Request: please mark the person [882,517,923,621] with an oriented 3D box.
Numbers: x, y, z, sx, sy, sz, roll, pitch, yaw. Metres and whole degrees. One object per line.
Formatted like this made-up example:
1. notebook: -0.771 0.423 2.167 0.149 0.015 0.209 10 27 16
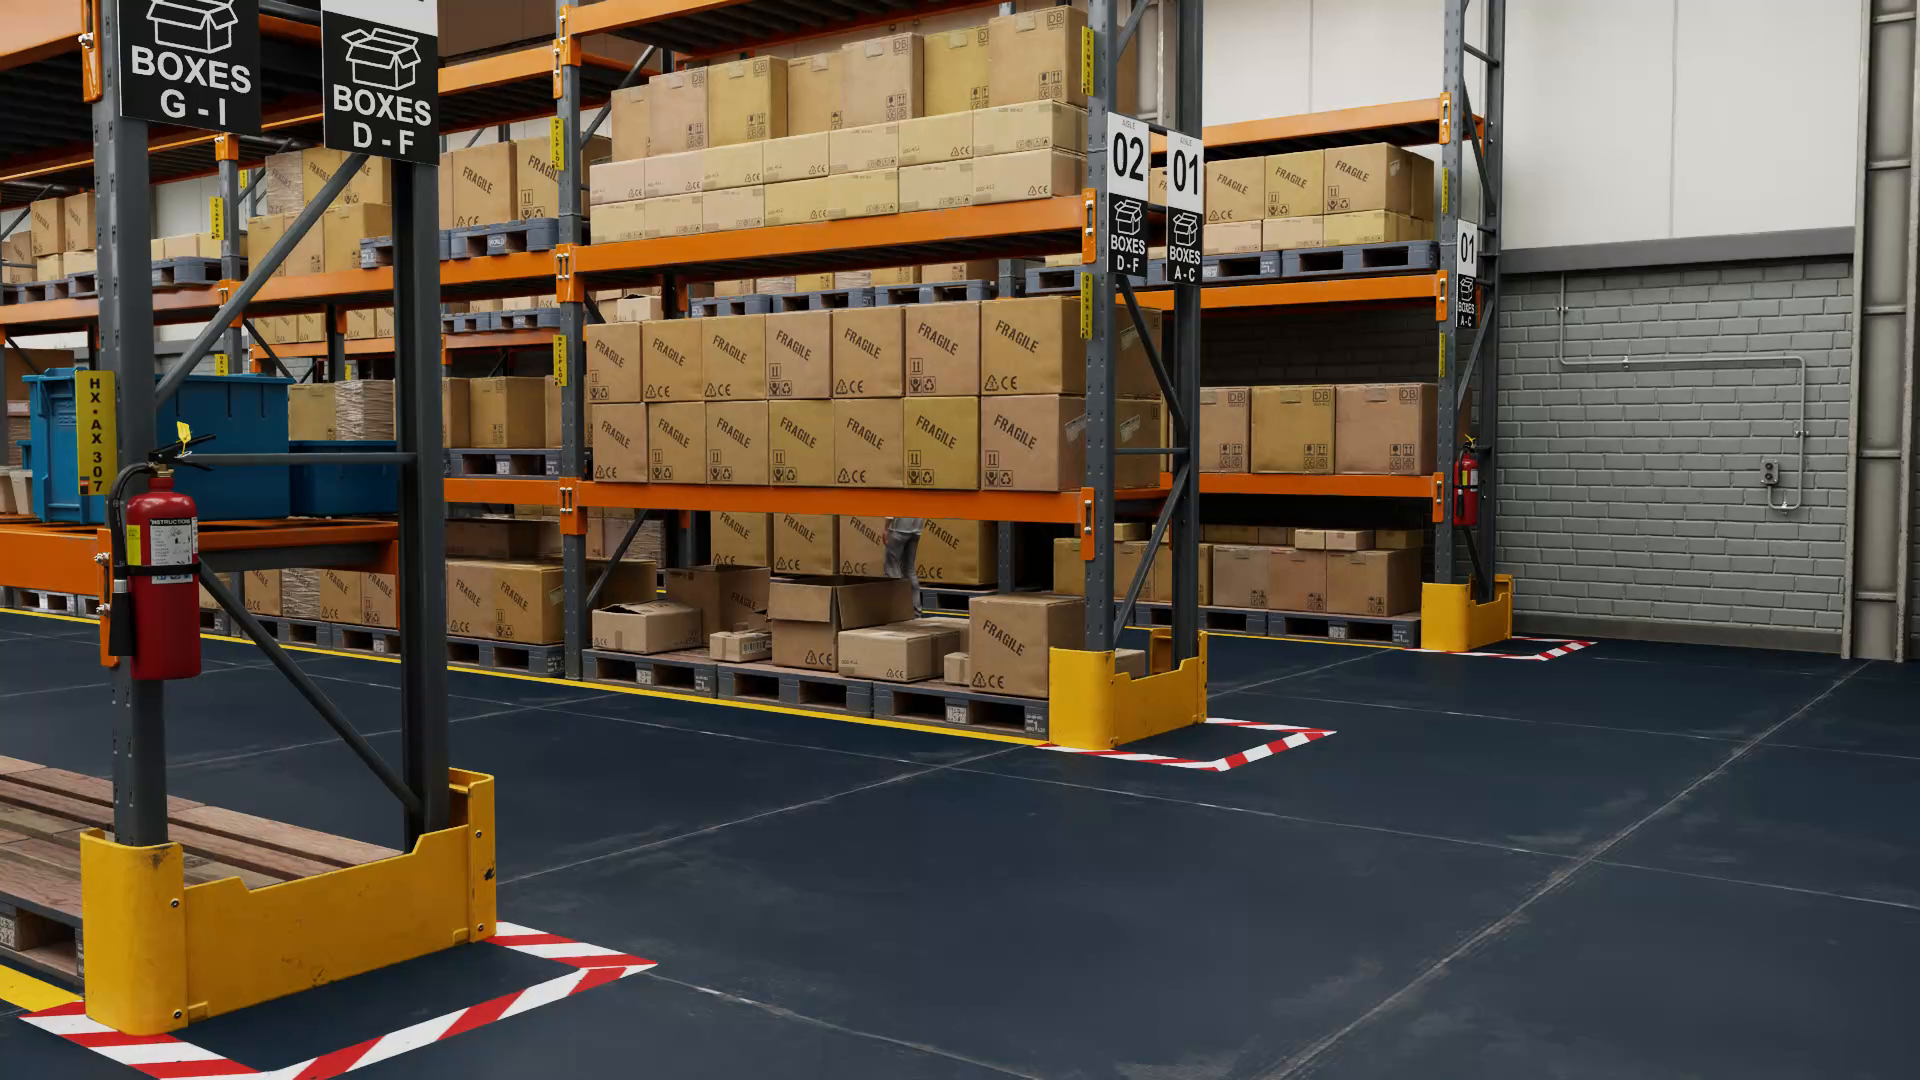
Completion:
1. person: -0.513 -0.077 14.201 0.378 1.591 0.480 2 4 33
